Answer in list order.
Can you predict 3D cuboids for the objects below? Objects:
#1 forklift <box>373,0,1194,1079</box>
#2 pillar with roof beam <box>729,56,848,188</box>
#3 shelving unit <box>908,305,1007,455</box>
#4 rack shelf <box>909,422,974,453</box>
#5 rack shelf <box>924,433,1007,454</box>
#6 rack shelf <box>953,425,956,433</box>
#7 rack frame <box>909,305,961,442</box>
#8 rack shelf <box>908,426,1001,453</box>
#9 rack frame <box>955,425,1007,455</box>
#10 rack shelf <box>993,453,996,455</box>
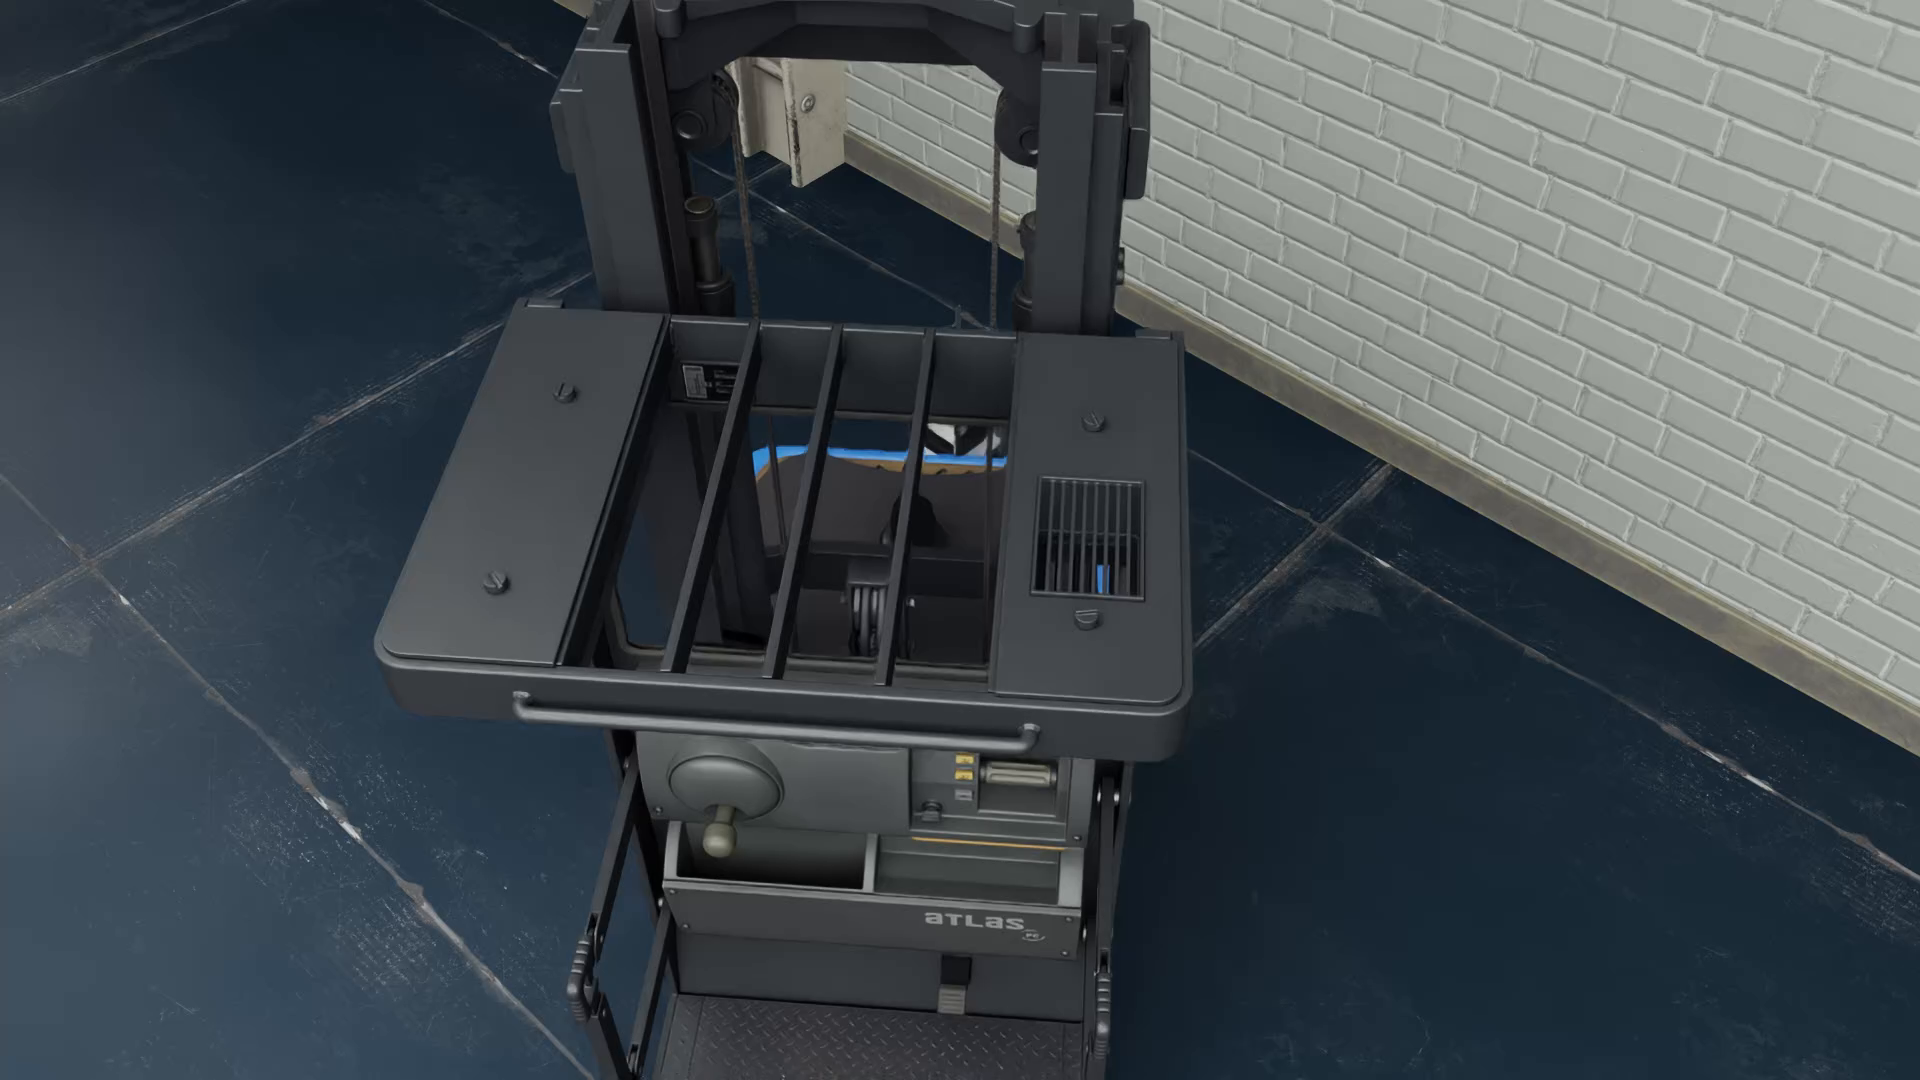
[{"bbox_3d":[-0.206,0.561,3.213,1.130,2.935,3.031,3,47,3],"label":"forklift"},{"bbox_3d":[-3.652,-2.472,1.898,0.400,9.000,9.100,34,55,28],"label":"pillar with roof beam"},{"bbox_3d":[-0.006,-0.312,5.426,0.210,0.900,0.258,34,55,28],"label":"shelving unit"},{"bbox_3d":[-0.006,-0.412,5.319,0.200,0.077,0.258,34,55,28],"label":"rack shelf"},{"bbox_3d":[-0.006,-0.289,5.450,0.200,0.077,0.258,34,55,28],"label":"rack shelf"},{"bbox_3d":[-0.006,-0.474,5.253,0.200,0.077,0.258,34,55,28],"label":"rack shelf"},{"bbox_3d":[-0.081,-0.362,5.473,0.006,0.900,0.240,34,55,28],"label":"rack frame"},{"bbox_3d":[-0.006,-0.351,5.384,0.200,0.077,0.258,34,55,28],"label":"rack shelf"},{"bbox_3d":[0.069,-0.262,5.379,0.006,0.900,0.240,34,55,28],"label":"rack frame"},{"bbox_3d":[-0.006,-0.228,5.516,0.200,0.077,0.258,34,55,28],"label":"rack shelf"}]
